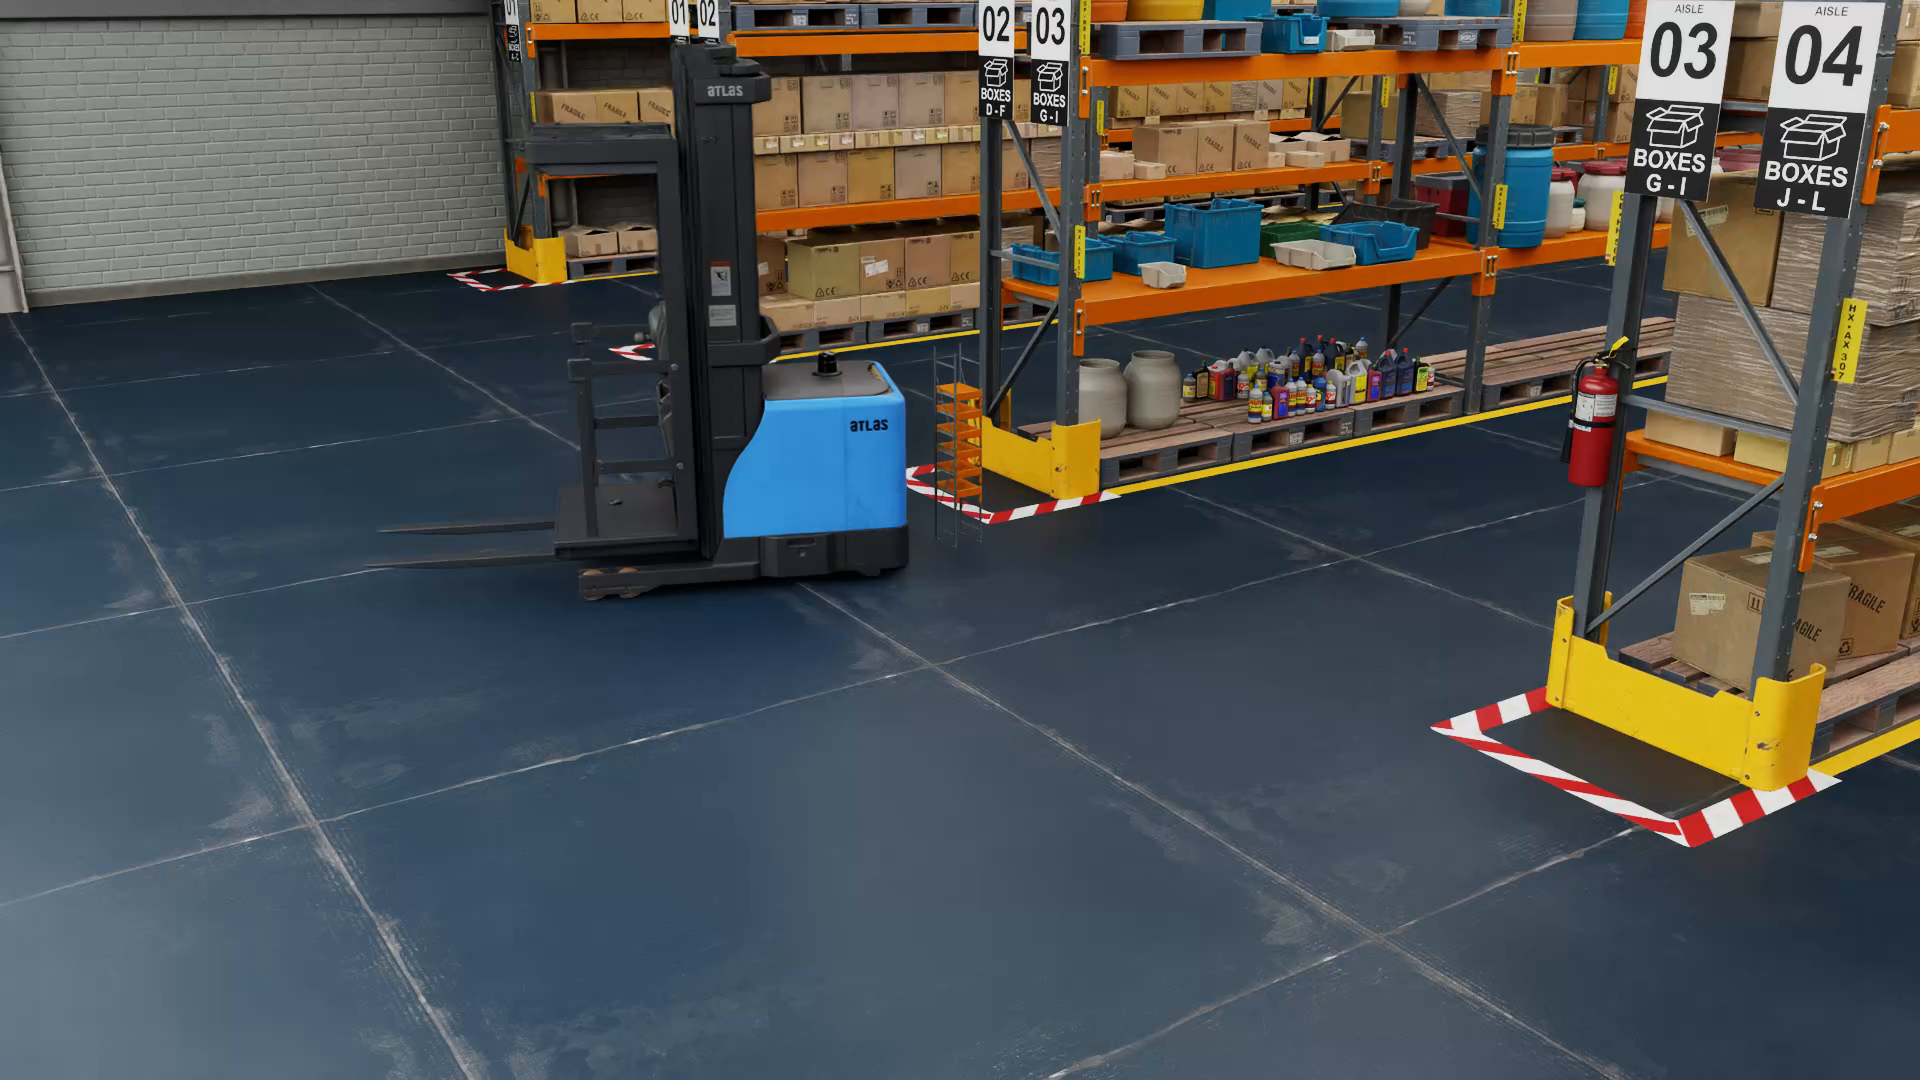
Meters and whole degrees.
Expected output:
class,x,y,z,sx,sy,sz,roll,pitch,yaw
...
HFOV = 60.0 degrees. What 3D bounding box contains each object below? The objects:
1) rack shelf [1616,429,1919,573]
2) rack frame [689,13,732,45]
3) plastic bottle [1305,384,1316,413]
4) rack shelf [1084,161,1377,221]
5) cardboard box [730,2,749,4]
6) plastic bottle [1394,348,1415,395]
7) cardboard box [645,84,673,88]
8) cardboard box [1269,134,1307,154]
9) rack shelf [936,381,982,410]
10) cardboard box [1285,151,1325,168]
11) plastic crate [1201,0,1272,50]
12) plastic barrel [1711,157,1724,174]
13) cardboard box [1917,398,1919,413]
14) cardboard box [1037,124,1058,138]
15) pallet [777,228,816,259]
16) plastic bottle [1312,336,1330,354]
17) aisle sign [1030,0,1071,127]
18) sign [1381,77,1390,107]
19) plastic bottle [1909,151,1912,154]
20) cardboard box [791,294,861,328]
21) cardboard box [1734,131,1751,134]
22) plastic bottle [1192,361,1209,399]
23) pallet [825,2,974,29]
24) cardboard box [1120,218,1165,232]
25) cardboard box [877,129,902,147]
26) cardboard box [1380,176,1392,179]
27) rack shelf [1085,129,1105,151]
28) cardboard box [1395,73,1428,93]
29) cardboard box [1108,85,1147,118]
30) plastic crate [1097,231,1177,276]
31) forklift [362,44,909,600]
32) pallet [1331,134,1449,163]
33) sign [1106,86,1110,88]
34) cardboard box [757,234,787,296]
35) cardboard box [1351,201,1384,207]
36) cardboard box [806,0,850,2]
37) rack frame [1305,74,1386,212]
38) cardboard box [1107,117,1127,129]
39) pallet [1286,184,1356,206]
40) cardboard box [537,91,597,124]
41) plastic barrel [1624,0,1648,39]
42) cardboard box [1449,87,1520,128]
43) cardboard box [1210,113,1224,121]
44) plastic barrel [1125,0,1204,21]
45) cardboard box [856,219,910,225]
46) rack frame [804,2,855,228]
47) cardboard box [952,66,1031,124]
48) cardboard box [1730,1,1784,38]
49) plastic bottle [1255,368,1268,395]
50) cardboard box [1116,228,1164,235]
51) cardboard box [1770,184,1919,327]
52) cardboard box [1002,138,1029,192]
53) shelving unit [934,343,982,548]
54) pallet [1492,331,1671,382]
class,x,y,z,sx,sy,sz,roll,pitch,yaw
rack shelf,4.853,-0.527,8.244,4.000,0.370,1.077,-12,22,-31
rack frame,-2.263,-3.166,14.926,0.127,3.000,1.000,-12,22,-31
plastic bottle,2.596,-1.055,12.363,0.097,0.201,0.097,0,19,0
rack shelf,2.748,-3.882,18.168,4.000,0.370,1.077,-12,22,-31
cardboard box,-2.807,-6.324,19.397,0.500,0.500,0.500,-13,23,-33
plastic bottle,3.420,-1.308,12.880,0.185,0.351,0.144,-13,22,-33
cardboard box,-3.438,-5.191,19.948,0.500,0.500,0.500,-12,22,-31
cardboard box,3.565,-4.427,18.796,0.500,0.311,0.500,-12,22,-32
rack shelf,-0.012,-0.865,9.944,0.180,0.103,0.258,-12,22,-31
cardboard box,3.819,-4.224,18.447,0.250,0.149,0.380,-12,22,-31
plastic crate,1.885,-3.670,11.759,0.575,0.384,0.392,-12,22,-31
plastic barrel,6.398,-3.064,14.451,0.421,0.512,0.421,0,19,0
cardboard box,4.008,-0.914,7.643,0.500,0.500,0.875,-12,22,-31
cardboard box,0.761,-4.077,16.452,0.250,0.149,0.380,-12,22,-33
pallet,-2.191,-3.746,20.996,1.213,0.211,1.003,-12,22,-31
plastic bottle,2.897,-1.467,13.351,0.185,0.351,0.144,-11,22,-30
aisle sign,0.559,-2.981,10.320,0.004,0.787,0.394,-12,22,-31
sign,4.727,-4.976,18.472,0.005,0.325,0.100,-12,22,-31
plastic bottle,9.940,-3.948,17.423,0.133,0.283,0.061,-12,22,-31
cardboard box,-1.277,-2.186,15.666,0.500,0.250,0.500,-12,22,-31
cardboard box,10.444,-5.788,22.525,0.500,0.500,0.500,-12,22,-31
plastic bottle,1.839,-1.228,12.749,0.133,0.283,0.061,-11,22,-30
pallet,-0.638,-4.879,15.447,1.213,0.211,1.003,-12,22,-31
cardboard box,2.108,-3.361,18.266,0.500,0.311,0.500,-12,22,-32
cardboard box,-0.742,-3.760,15.513,0.250,0.149,0.380,-12,22,-32
cardboard box,6.564,-5.901,26.262,0.500,0.500,0.700,-11,22,-30
rack shelf,0.021,-5.206,22.085,4.000,0.370,1.077,-12,22,-31
cardboard box,6.709,-7.095,26.080,0.700,0.700,0.980,-13,23,-34
cardboard box,2.237,-6.114,22.995,0.500,0.500,0.500,-11,22,-30
plastic crate,1.257,-2.051,11.860,0.408,0.251,0.499,-12,22,-31
forklift,-1.864,-1.237,9.326,3.031,2.935,1.130,-4,19,-11
pallet,4.946,-4.622,19.534,1.003,0.211,1.213,-12,22,-31
sign,1.997,-6.267,22.415,0.005,0.325,0.100,-12,22,-31
cardboard box,-1.979,-2.592,15.694,0.500,0.500,0.500,-12,22,-31
cardboard box,5.071,-3.827,20.097,0.500,0.500,0.500,-11,22,-29
cardboard box,-1.183,-4.893,14.870,0.250,0.149,0.380,-12,22,-31
rack frame,4.419,-4.575,19.094,0.127,3.000,1.000,-12,22,-31
cardboard box,2.093,-5.786,23.037,0.250,0.149,0.380,-12,22,-32
pallet,5.710,-5.396,25.877,1.213,0.211,1.003,-12,22,-31
cardboard box,-4.426,-4.788,18.755,0.500,0.500,0.500,-12,22,-31
plastic barrel,5.788,-4.672,14.027,0.708,0.830,0.600,-12,22,-31
cardboard box,6.318,-5.198,20.126,0.700,0.500,0.500,16,24,39
cardboard box,3.592,-6.104,23.976,0.250,0.149,0.380,-11,22,-30
plastic barrel,1.341,-3.784,11.122,0.600,0.588,0.600,0,19,0
cardboard box,-1.044,-4.353,21.654,0.500,0.500,0.700,-11,22,-30
rack frame,-1.650,-5.195,20.928,0.127,3.000,1.000,-12,22,-31
cardboard box,0.289,-4.363,16.286,0.500,0.500,0.700,-12,22,-32
cardboard box,3.243,-2.187,6.958,0.250,0.149,0.380,-12,22,-31
plastic bottle,2.332,-1.231,12.885,0.097,0.201,0.097,0,19,0
cardboard box,1.981,-3.126,17.568,0.500,0.311,0.500,-12,22,-32
cardboard box,3.792,-1.202,6.934,0.500,0.500,0.500,-12,22,-31
cardboard box,0.274,-3.744,16.478,0.500,0.500,0.700,-12,22,-32
shelving unit,-0.012,-0.566,10.045,0.189,1.200,0.258,-12,22,-31
pallet,5.453,-1.589,14.615,1.213,0.211,1.003,-12,22,-31
